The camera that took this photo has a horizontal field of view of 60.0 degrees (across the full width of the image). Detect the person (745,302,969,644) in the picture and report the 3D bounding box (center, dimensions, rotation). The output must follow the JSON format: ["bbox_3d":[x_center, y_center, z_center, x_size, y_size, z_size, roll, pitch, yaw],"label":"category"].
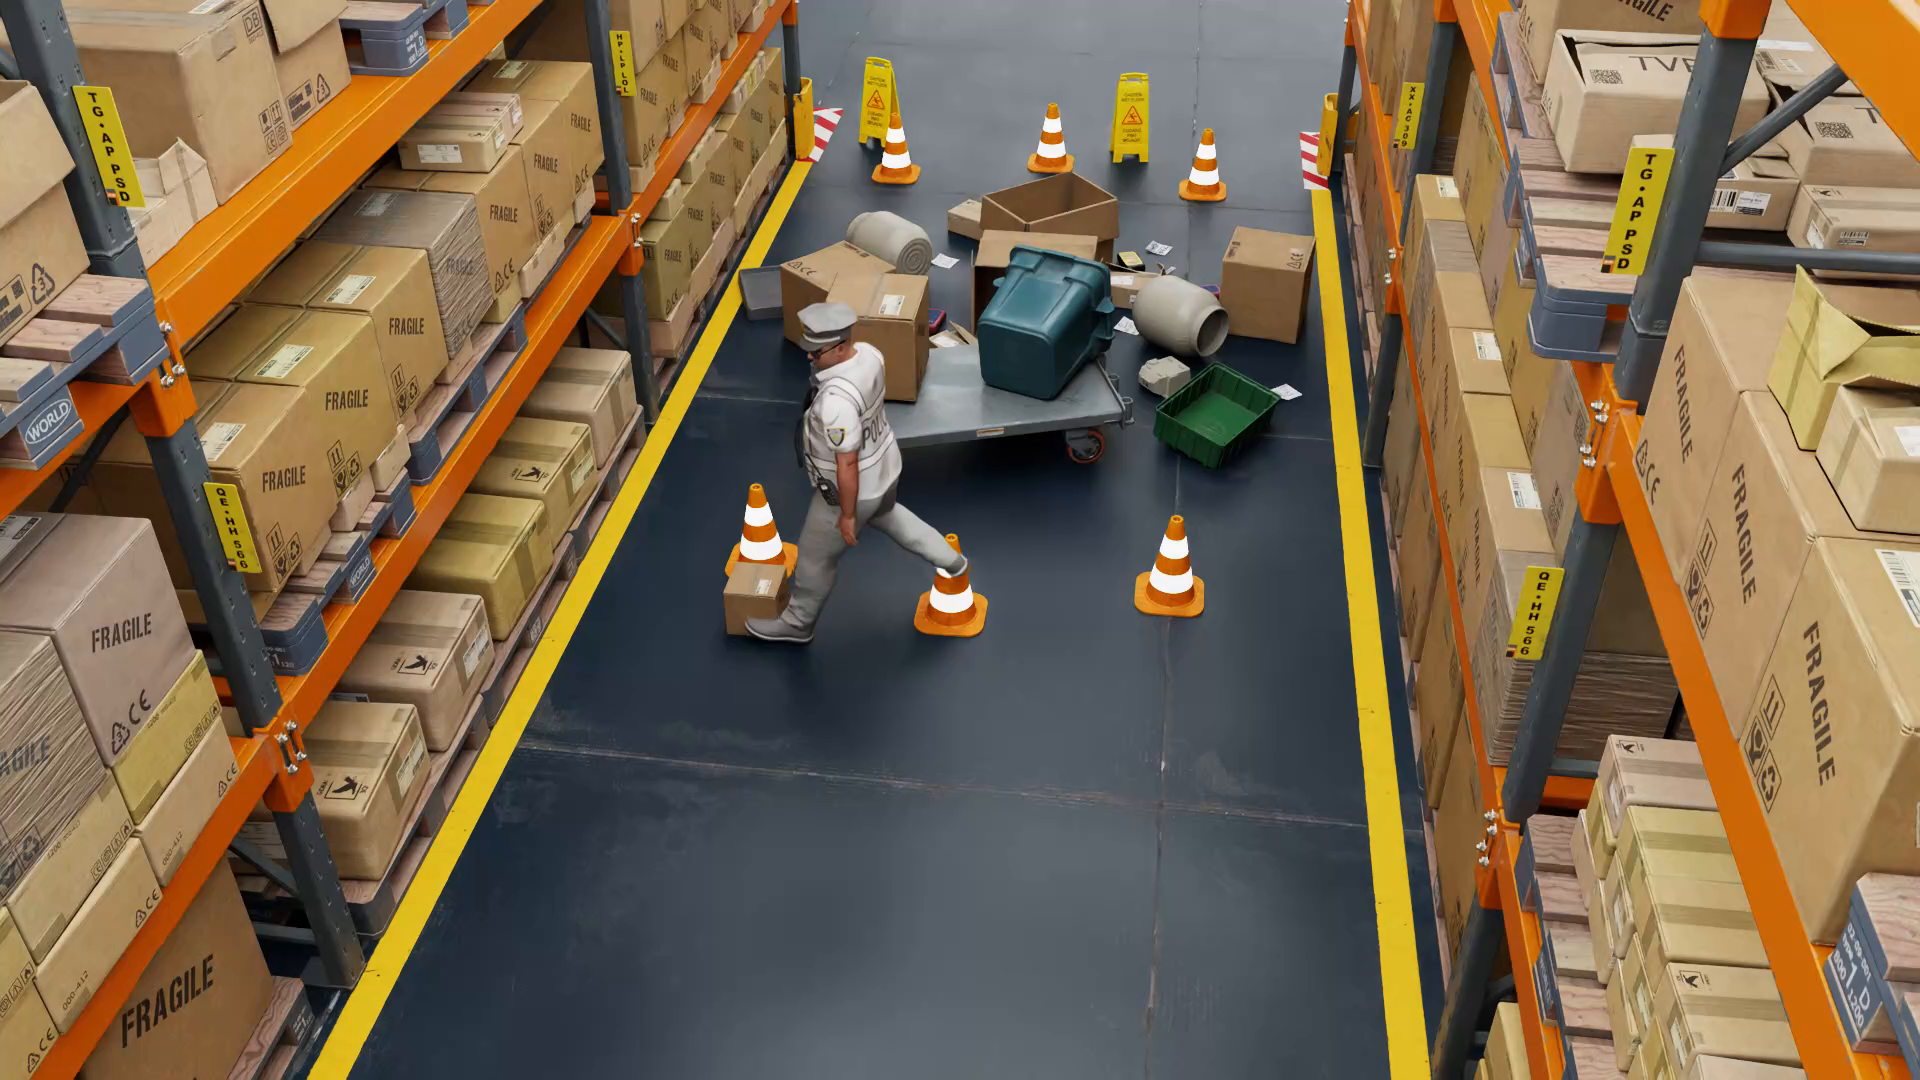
[{"bbox_3d":[-0.465,-0.304,7.468,0.957,1.712,0.676,13,38,17],"label":"person"}]
